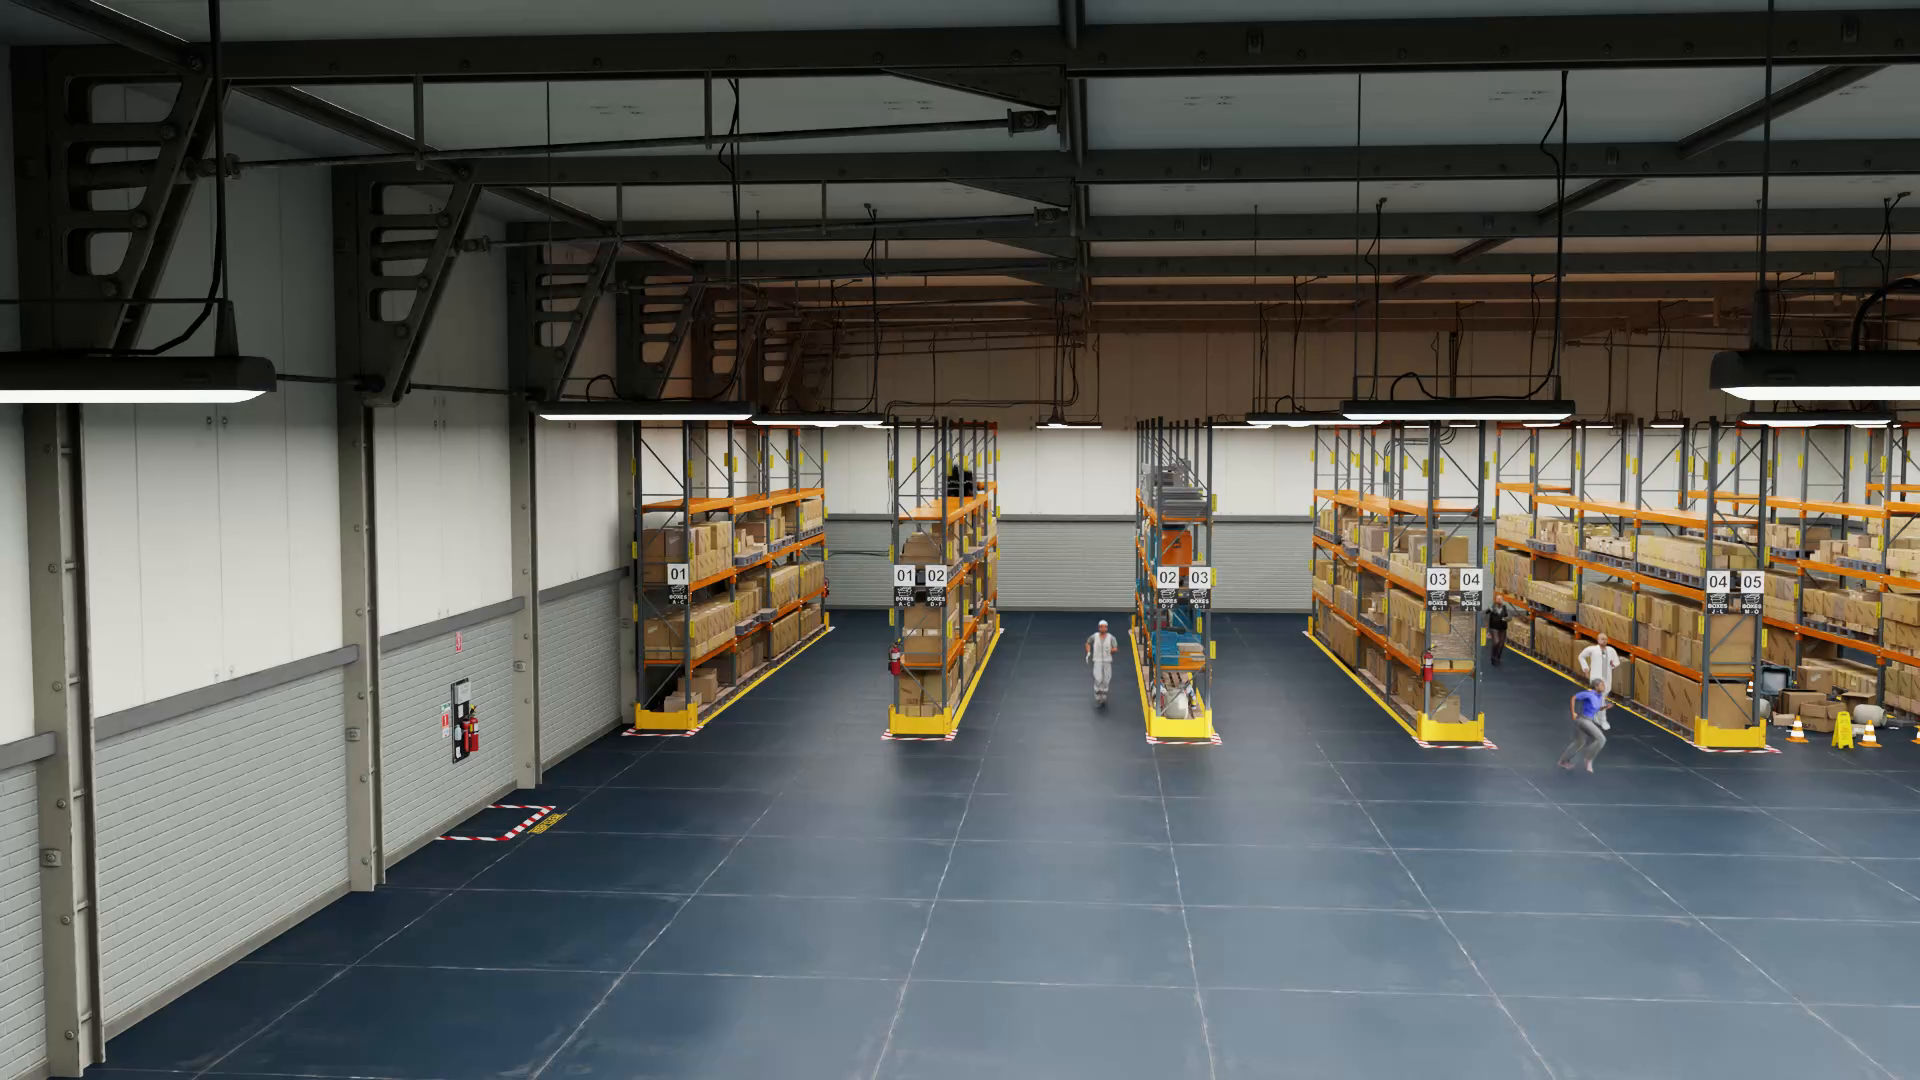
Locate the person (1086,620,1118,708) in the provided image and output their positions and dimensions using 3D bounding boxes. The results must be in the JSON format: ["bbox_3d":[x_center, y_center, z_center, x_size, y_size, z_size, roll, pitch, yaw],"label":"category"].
[{"bbox_3d":[2.951,2.576,34.543,0.644,1.824,0.743,0,4,-2],"label":"person"}]

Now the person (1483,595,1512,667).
[{"bbox_3d":[13.135,2.220,40.586,0.627,1.756,0.729,0,4,2],"label":"person"}]

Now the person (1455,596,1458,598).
[{"bbox_3d":[13.878,1.794,46.901,0.780,1.743,0.741,-3,5,-38],"label":"person"}]

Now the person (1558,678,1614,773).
[{"bbox_3d":[10.478,3.094,27.824,0.866,1.596,0.566,2,4,33],"label":"person"}]

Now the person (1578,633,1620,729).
[{"bbox_3d":[12.417,2.700,32.201,0.700,1.792,0.952,-1,4,-8],"label":"person"}]
